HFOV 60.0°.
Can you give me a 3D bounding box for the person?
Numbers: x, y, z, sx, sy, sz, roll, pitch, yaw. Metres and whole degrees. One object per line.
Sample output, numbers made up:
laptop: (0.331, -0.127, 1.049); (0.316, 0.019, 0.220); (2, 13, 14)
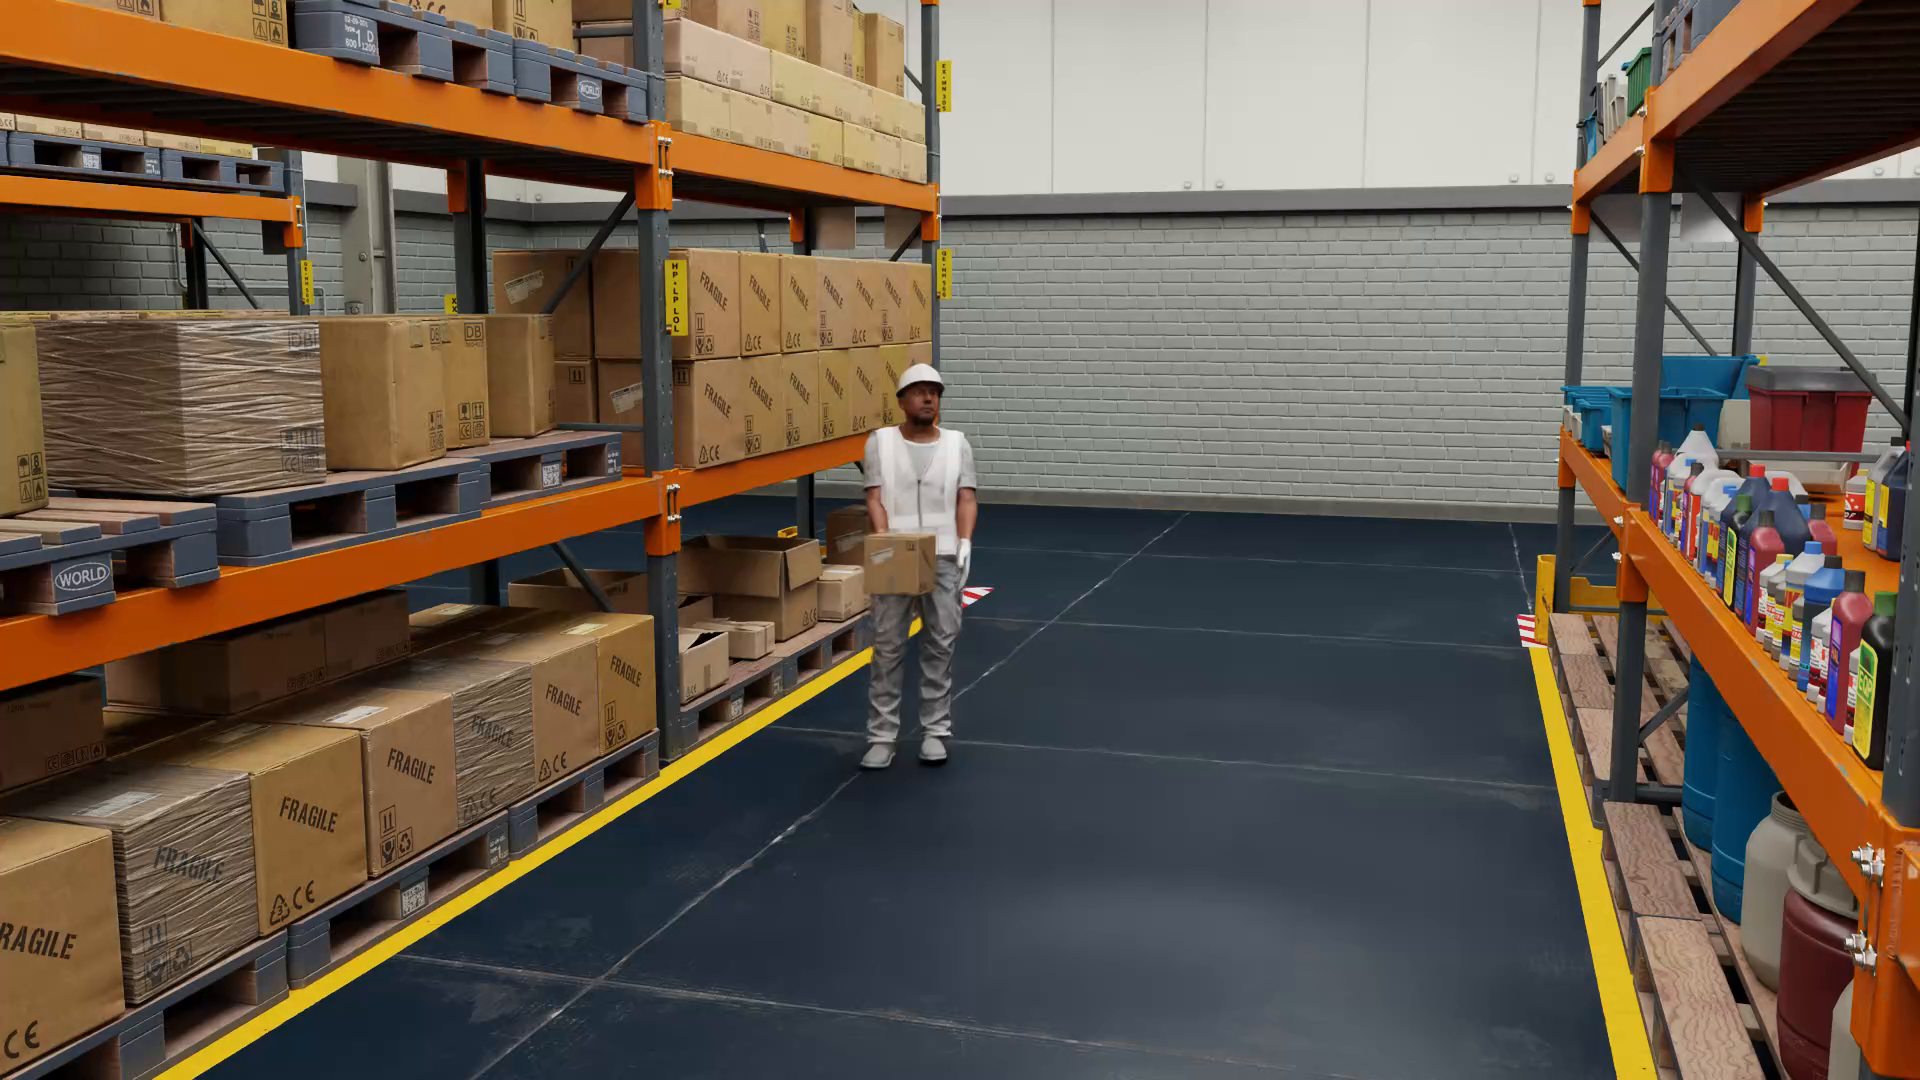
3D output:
person: (-0.193, 0.110, 7.479); (0.566, 1.789, 0.539); (-2, 8, -10)
